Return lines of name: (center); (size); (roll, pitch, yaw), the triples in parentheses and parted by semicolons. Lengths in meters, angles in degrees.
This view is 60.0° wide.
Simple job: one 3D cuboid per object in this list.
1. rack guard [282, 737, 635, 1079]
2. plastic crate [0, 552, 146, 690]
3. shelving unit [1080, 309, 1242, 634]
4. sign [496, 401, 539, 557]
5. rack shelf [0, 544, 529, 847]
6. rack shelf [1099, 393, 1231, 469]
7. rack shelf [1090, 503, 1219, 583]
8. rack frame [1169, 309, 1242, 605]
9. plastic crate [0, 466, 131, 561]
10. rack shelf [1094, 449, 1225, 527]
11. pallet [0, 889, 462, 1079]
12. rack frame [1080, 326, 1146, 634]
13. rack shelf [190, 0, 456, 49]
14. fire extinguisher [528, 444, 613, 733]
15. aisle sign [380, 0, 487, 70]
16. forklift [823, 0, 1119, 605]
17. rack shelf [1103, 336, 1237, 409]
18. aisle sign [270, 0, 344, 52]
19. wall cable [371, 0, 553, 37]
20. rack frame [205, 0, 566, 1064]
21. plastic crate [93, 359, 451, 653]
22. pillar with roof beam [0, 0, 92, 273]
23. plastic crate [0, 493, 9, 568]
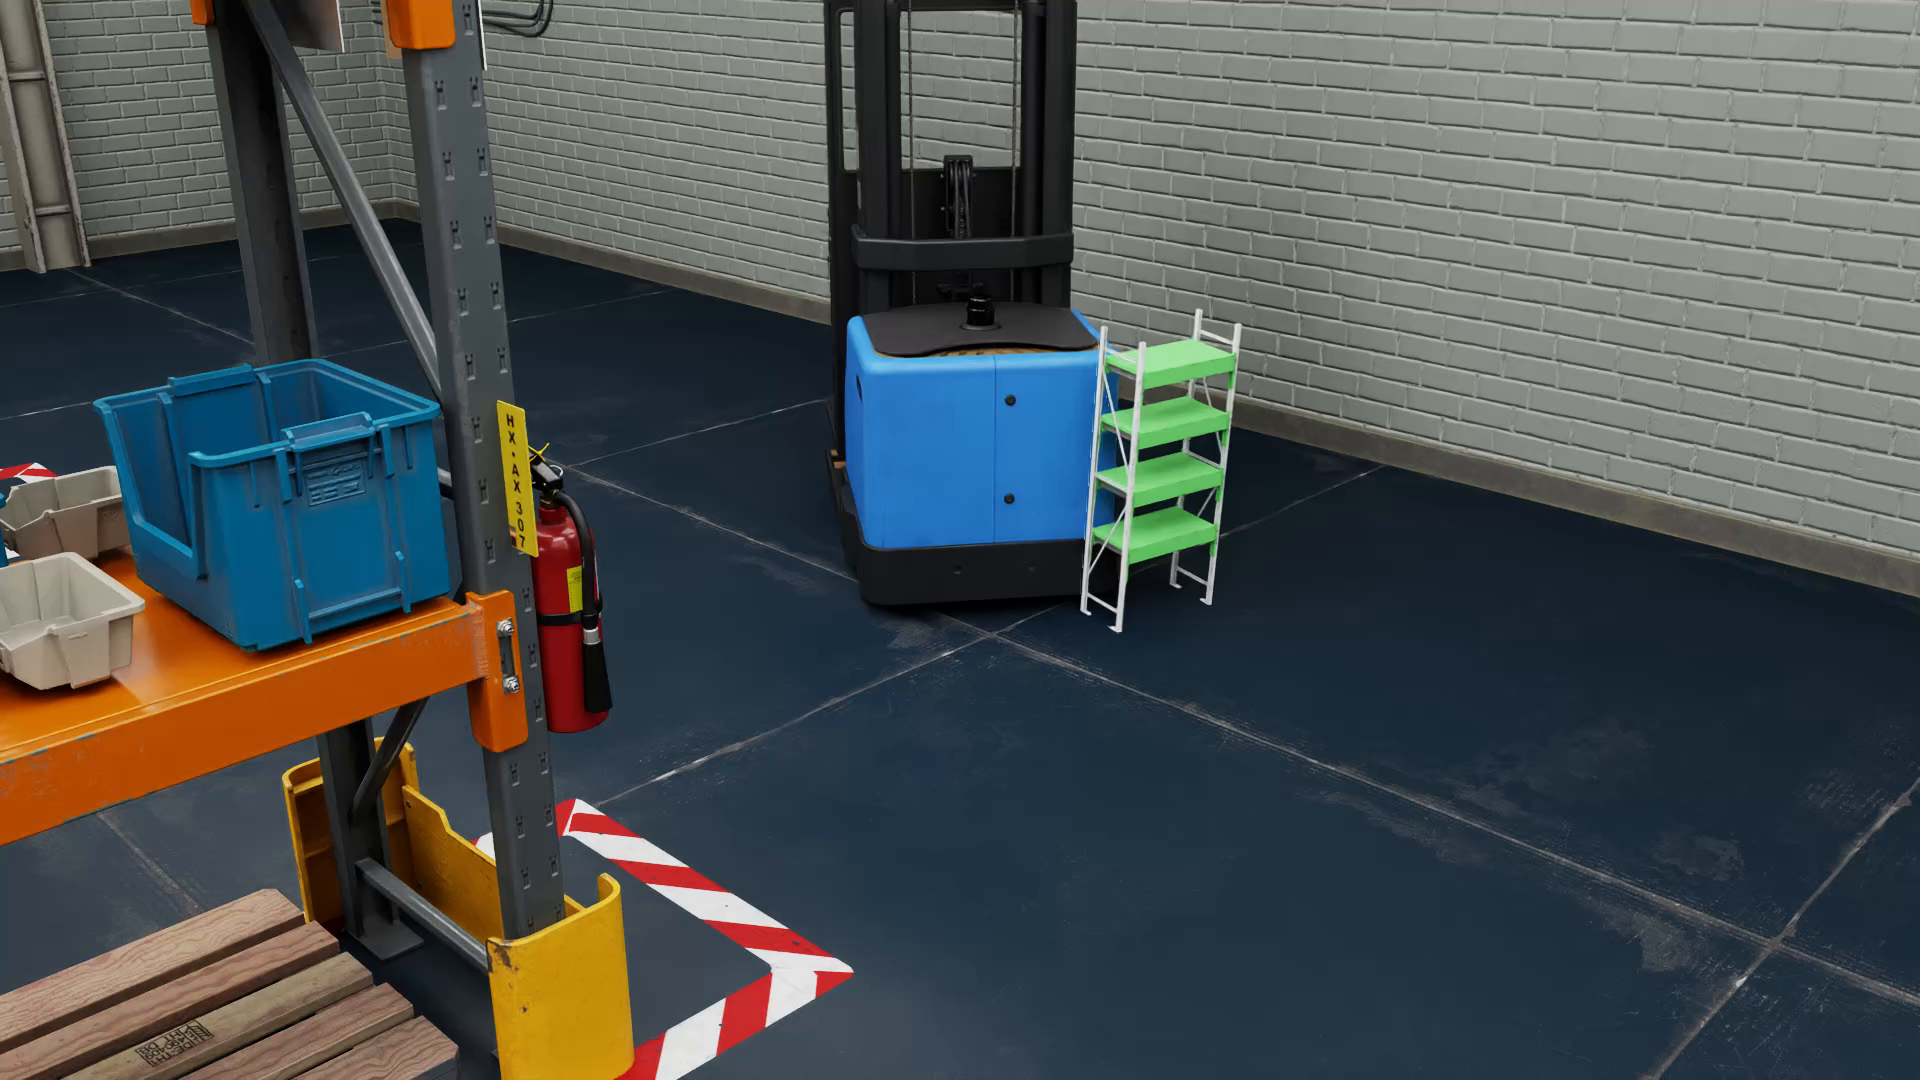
rack guard: (-1.328, 0.973, 4.347); (1.175, 0.500, 0.348); (19, 28, 41)
plastic crate: (-1.775, 0.166, 3.247); (0.396, 0.136, 0.243); (19, 28, 41)
shelving unit: (0.787, -0.270, 6.584); (0.503, 1.200, 0.258); (-14, 29, -33)
sign: (-0.930, -0.127, 3.497); (0.100, 0.325, 0.005); (19, 28, 41)
rack shelf: (-2.731, 0.665, 2.665); (1.077, 0.370, 4.000); (19, 28, 41)
rack shelf: (0.793, -0.431, 6.512); (0.480, 0.148, 0.258); (-14, 29, -33)
rack shelf: (0.776, 0.007, 6.707); (0.480, 0.148, 0.258); (-14, 29, -33)
rack frame: (0.985, -0.322, 6.717); (0.015, 1.200, 0.240); (-14, 29, -33)
plastic crate: (-2.027, -0.047, 3.799); (0.250, 0.136, 0.298); (19, 28, 41)
rack shelf: (0.784, -0.212, 6.610); (0.480, 0.148, 0.258); (-14, 29, -33)
pallet: (-1.939, 1.319, 3.848); (1.003, 0.211, 1.213); (19, 28, 41)
rack frame: (0.588, -0.219, 6.451); (0.015, 1.200, 0.240); (-14, 29, -33)
rack shelf: (-2.731, -0.735, 2.127); (1.077, 0.370, 4.000); (19, 28, 41)
fire extinguisher: (-0.905, 0.101, 3.759); (0.296, 0.674, 0.183); (19, 28, 41)
aisle sign: (-1.075, -1.343, 3.265); (0.394, 0.787, 0.004); (19, 28, 41)
forklift: (-0.075, -1.597, 7.645); (1.130, 2.935, 3.031); (-3, 21, -8)
rack shelf: (0.802, -0.650, 6.415); (0.480, 0.148, 0.258); (-14, 29, -33)
aisle sign: (-1.498, -1.491, 3.649); (0.394, 0.787, 0.004); (19, 28, 41)
wall cable: (-4.232, -5.379, 13.355); (3.097, 2.526, 0.112); (19, 28, 41)
rack frame: (-1.336, -0.184, 3.874); (1.000, 3.000, 0.127); (19, 28, 41)
plastic crate: (-1.435, -0.096, 3.511); (0.616, 0.435, 0.499); (19, 28, 41)
pillar with roof beam: (-4.086, -5.297, 8.814); (9.100, 9.000, 0.400); (19, 28, 41)
plastic crate: (-2.203, 0.016, 3.502); (0.416, 0.233, 0.300); (19, 28, 41)
